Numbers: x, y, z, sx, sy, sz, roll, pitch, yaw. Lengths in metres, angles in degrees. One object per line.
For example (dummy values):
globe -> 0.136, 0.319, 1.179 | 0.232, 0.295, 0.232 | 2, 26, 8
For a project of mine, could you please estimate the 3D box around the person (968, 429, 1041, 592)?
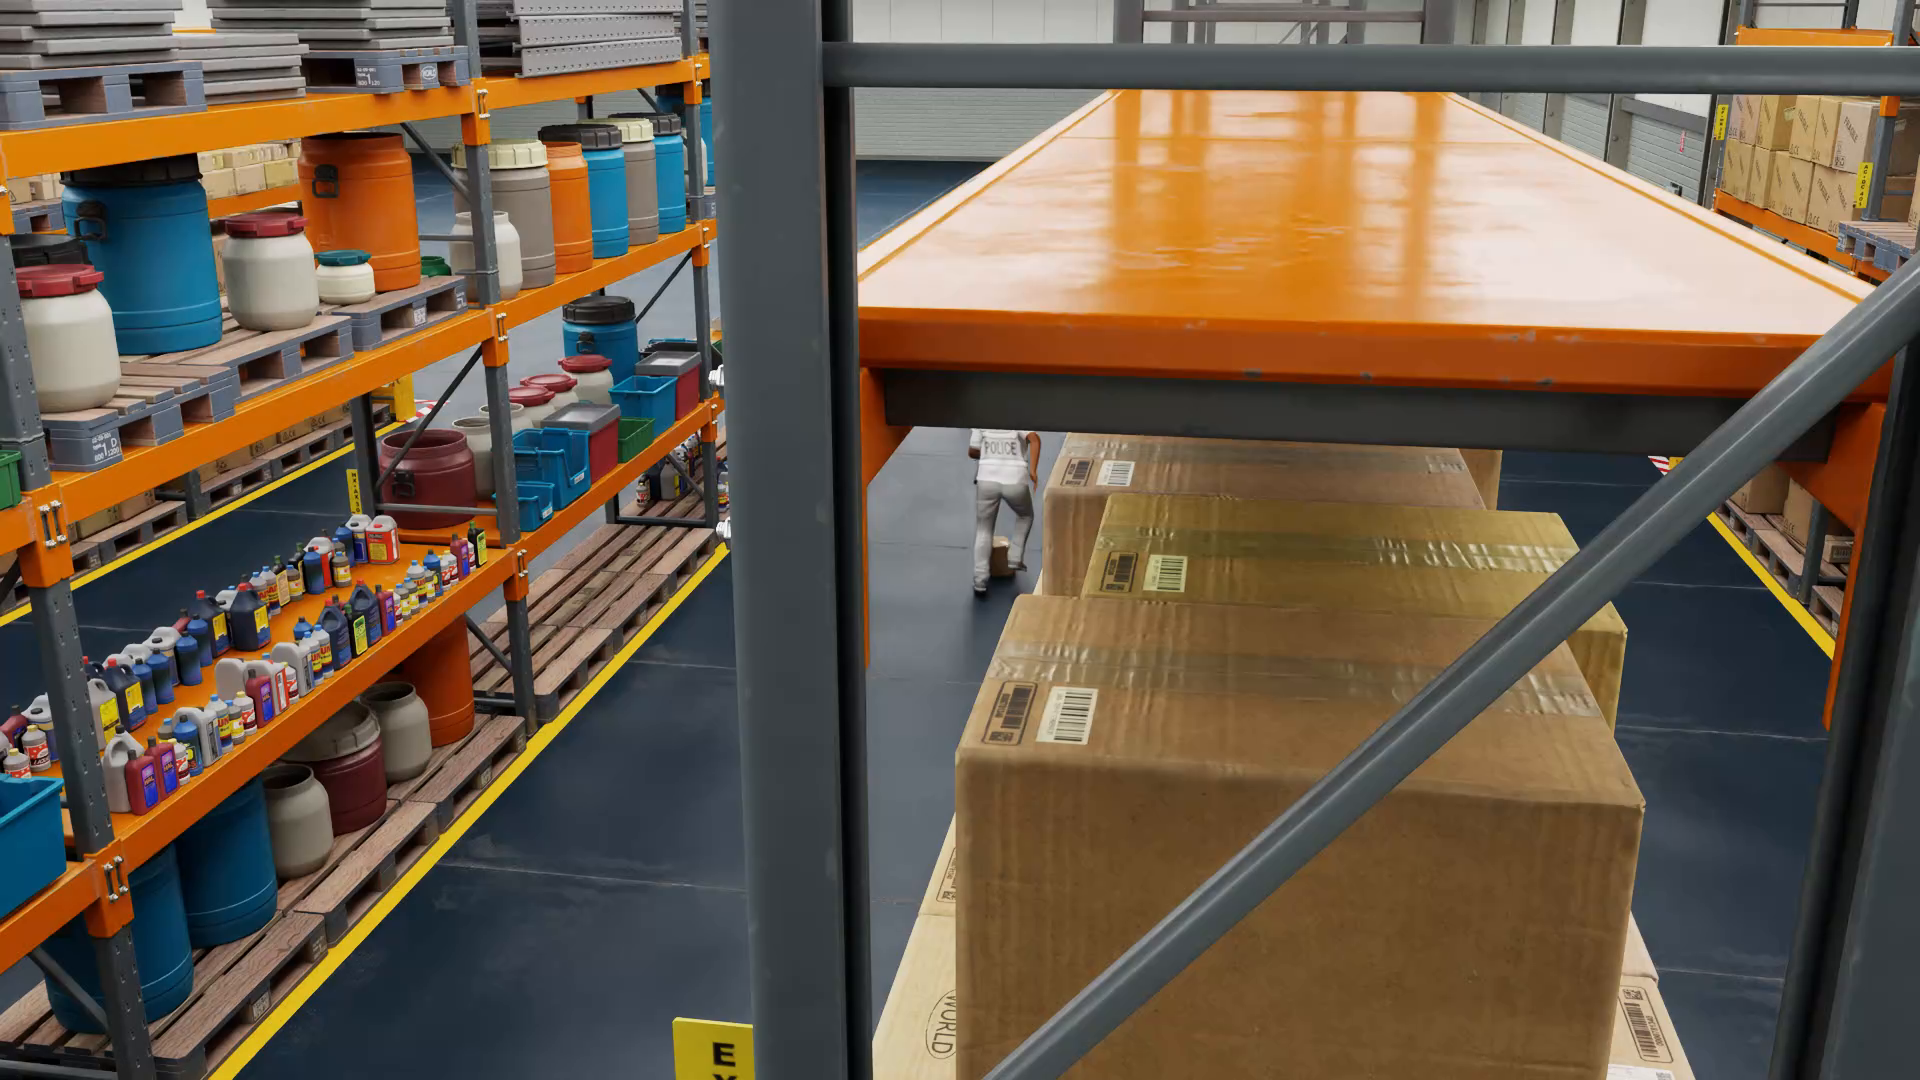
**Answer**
person -> 0.358, -0.437, 13.482 | 0.601, 1.568, 0.901 | 1, 18, 5
